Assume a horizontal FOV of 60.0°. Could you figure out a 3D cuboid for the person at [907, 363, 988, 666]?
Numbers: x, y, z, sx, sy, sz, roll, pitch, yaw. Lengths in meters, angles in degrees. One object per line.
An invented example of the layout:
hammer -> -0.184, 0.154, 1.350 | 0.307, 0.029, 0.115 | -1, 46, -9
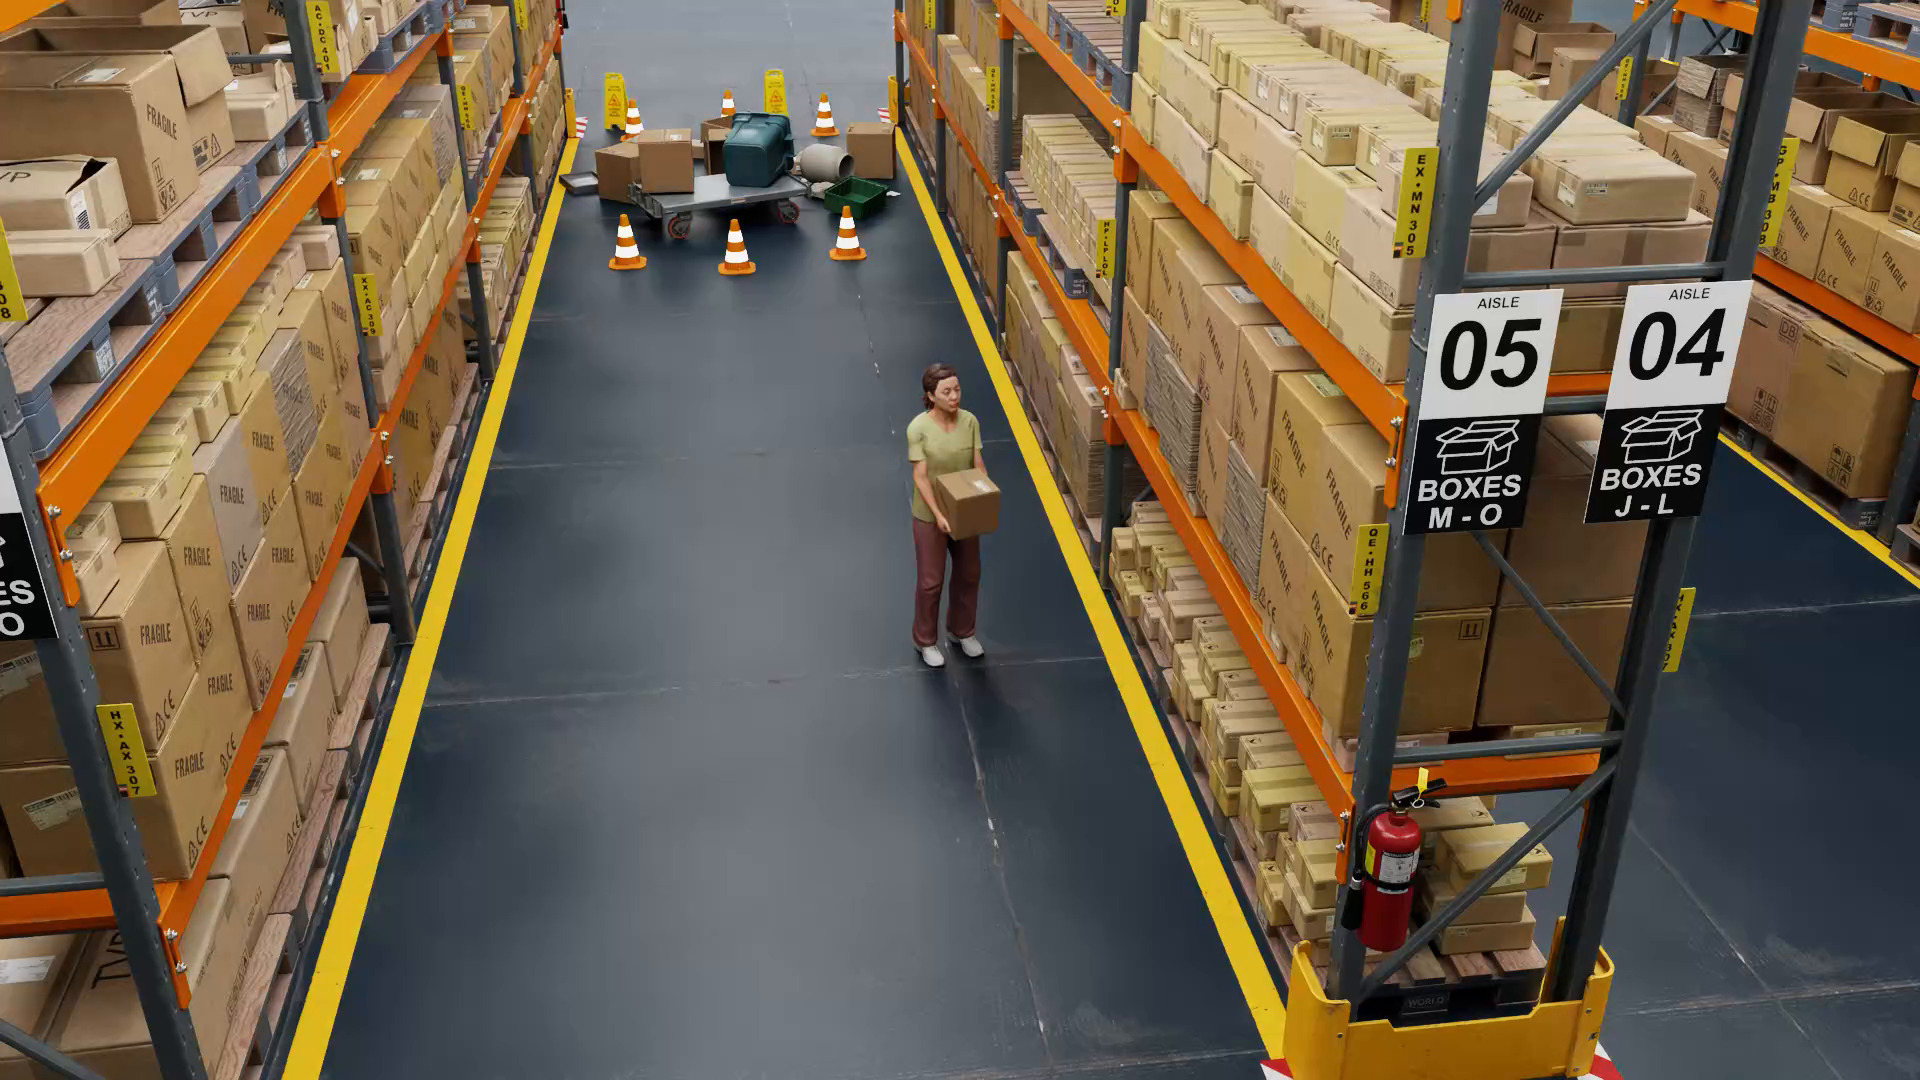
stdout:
person -> -0.047, -0.106, 8.839 | 0.425, 1.663, 0.561 | -12, 30, -23
